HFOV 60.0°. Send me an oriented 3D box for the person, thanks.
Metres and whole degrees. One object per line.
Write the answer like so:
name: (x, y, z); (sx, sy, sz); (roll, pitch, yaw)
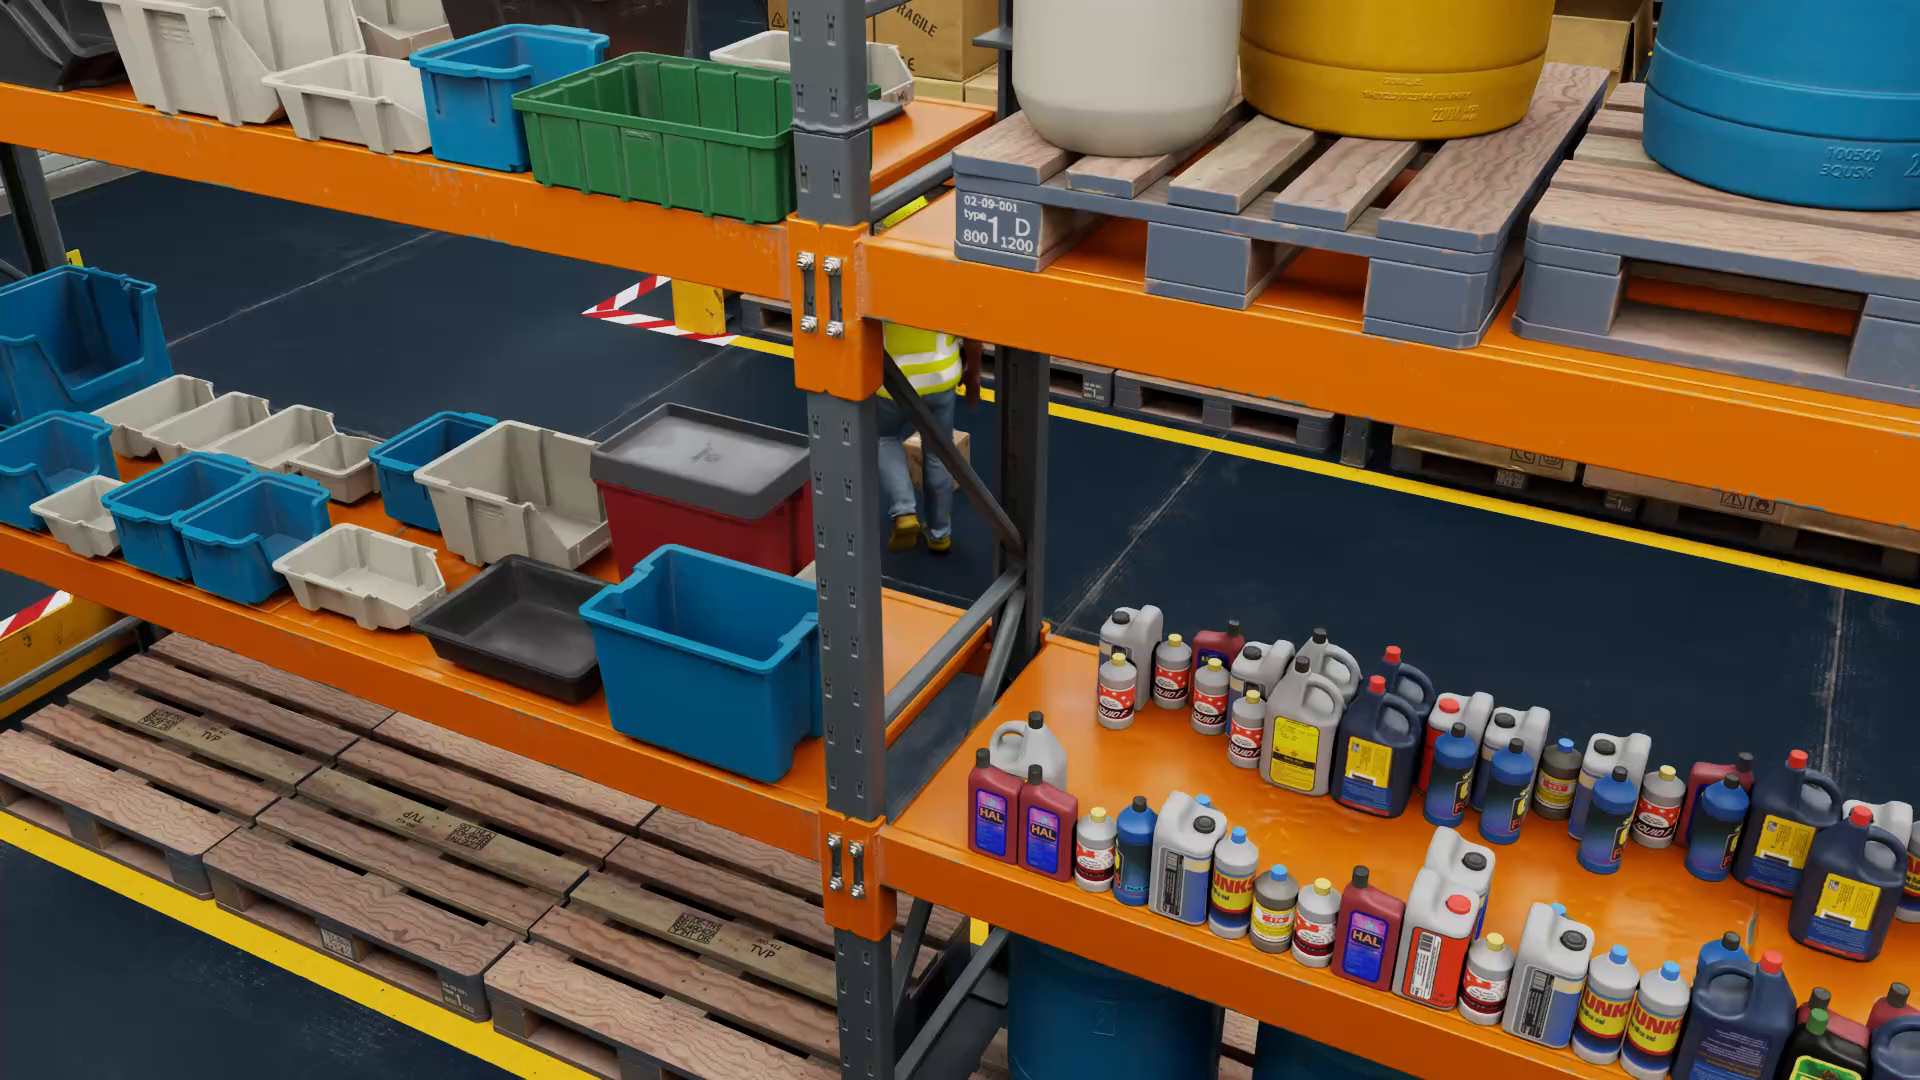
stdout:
person: (-0.209, -0.755, 7.323); (0.604, 1.688, 0.468); (-3, 30, -6)
